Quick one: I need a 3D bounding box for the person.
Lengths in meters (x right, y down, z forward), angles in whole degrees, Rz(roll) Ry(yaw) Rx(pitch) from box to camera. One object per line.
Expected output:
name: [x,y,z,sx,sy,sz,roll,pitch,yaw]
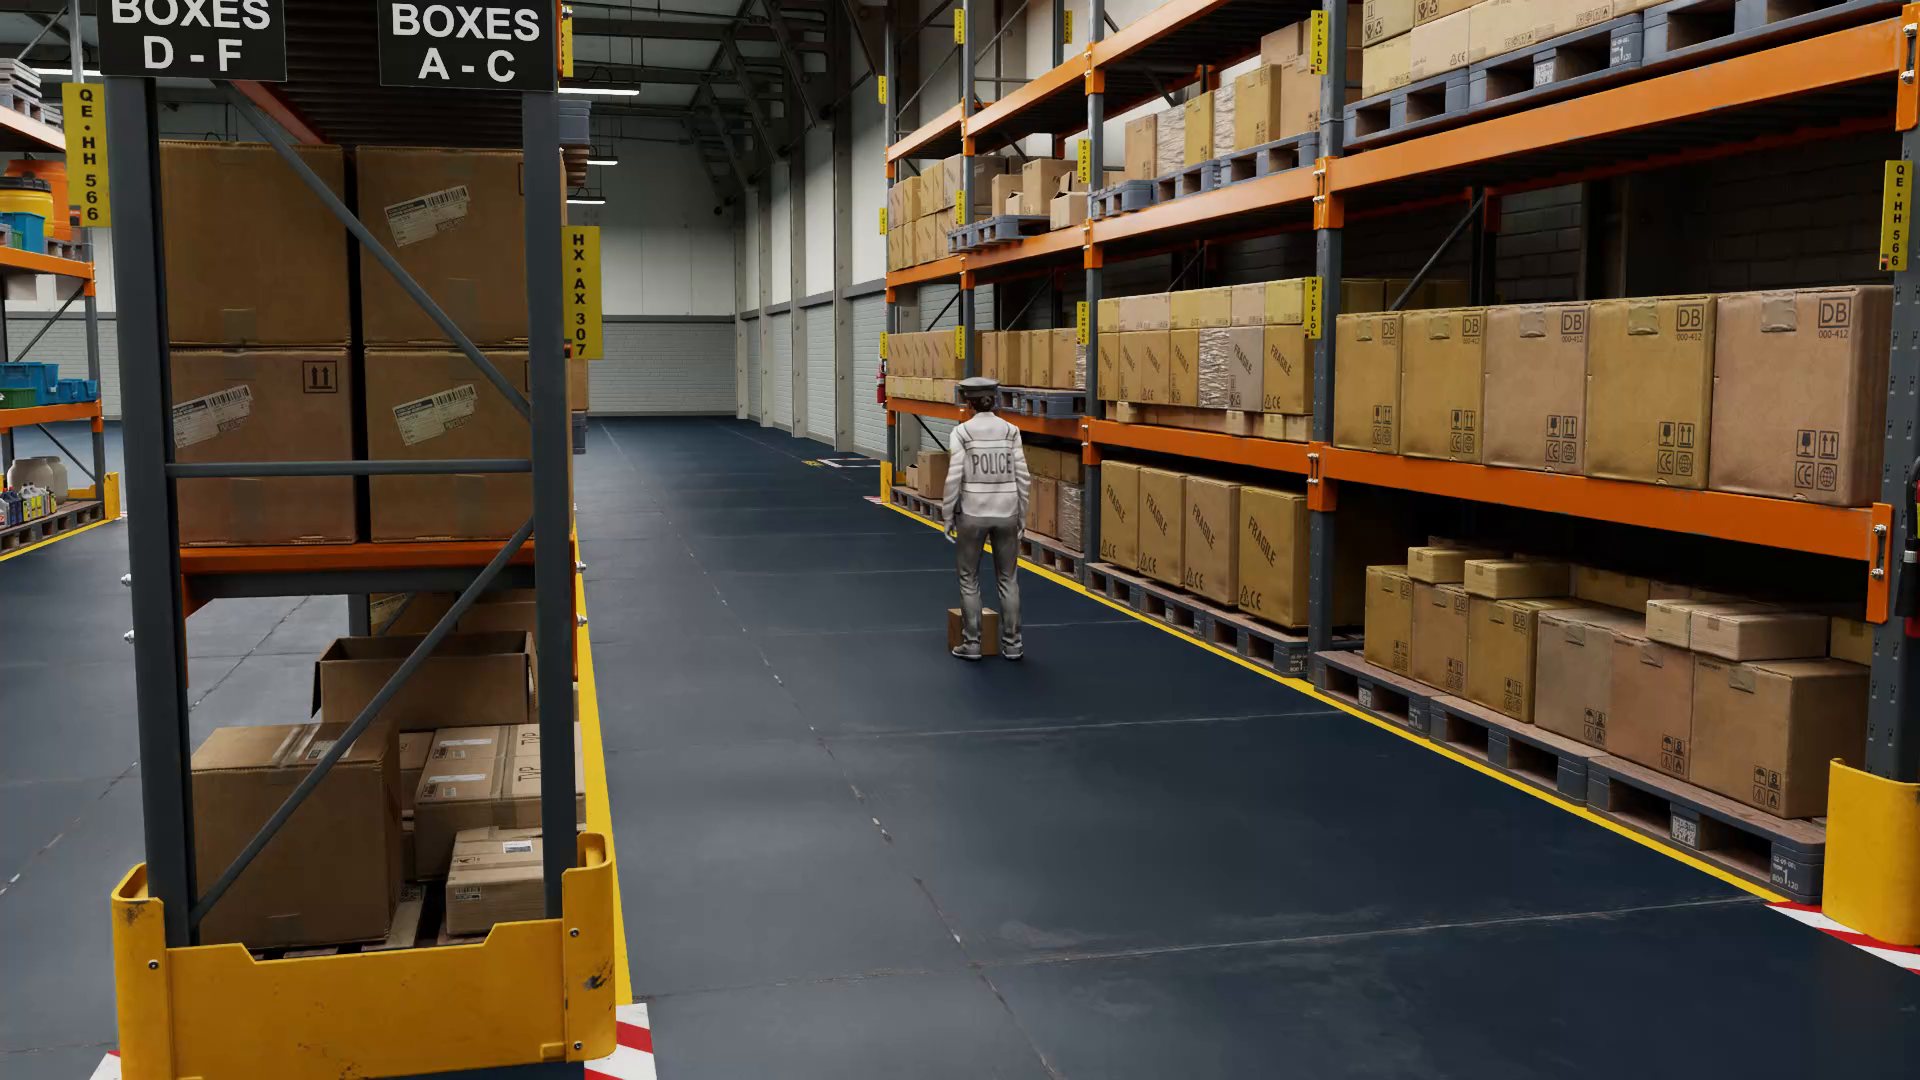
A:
person: [0.145,-0.123,9.789,0.530,1.663,0.412,-2,6,-16]
